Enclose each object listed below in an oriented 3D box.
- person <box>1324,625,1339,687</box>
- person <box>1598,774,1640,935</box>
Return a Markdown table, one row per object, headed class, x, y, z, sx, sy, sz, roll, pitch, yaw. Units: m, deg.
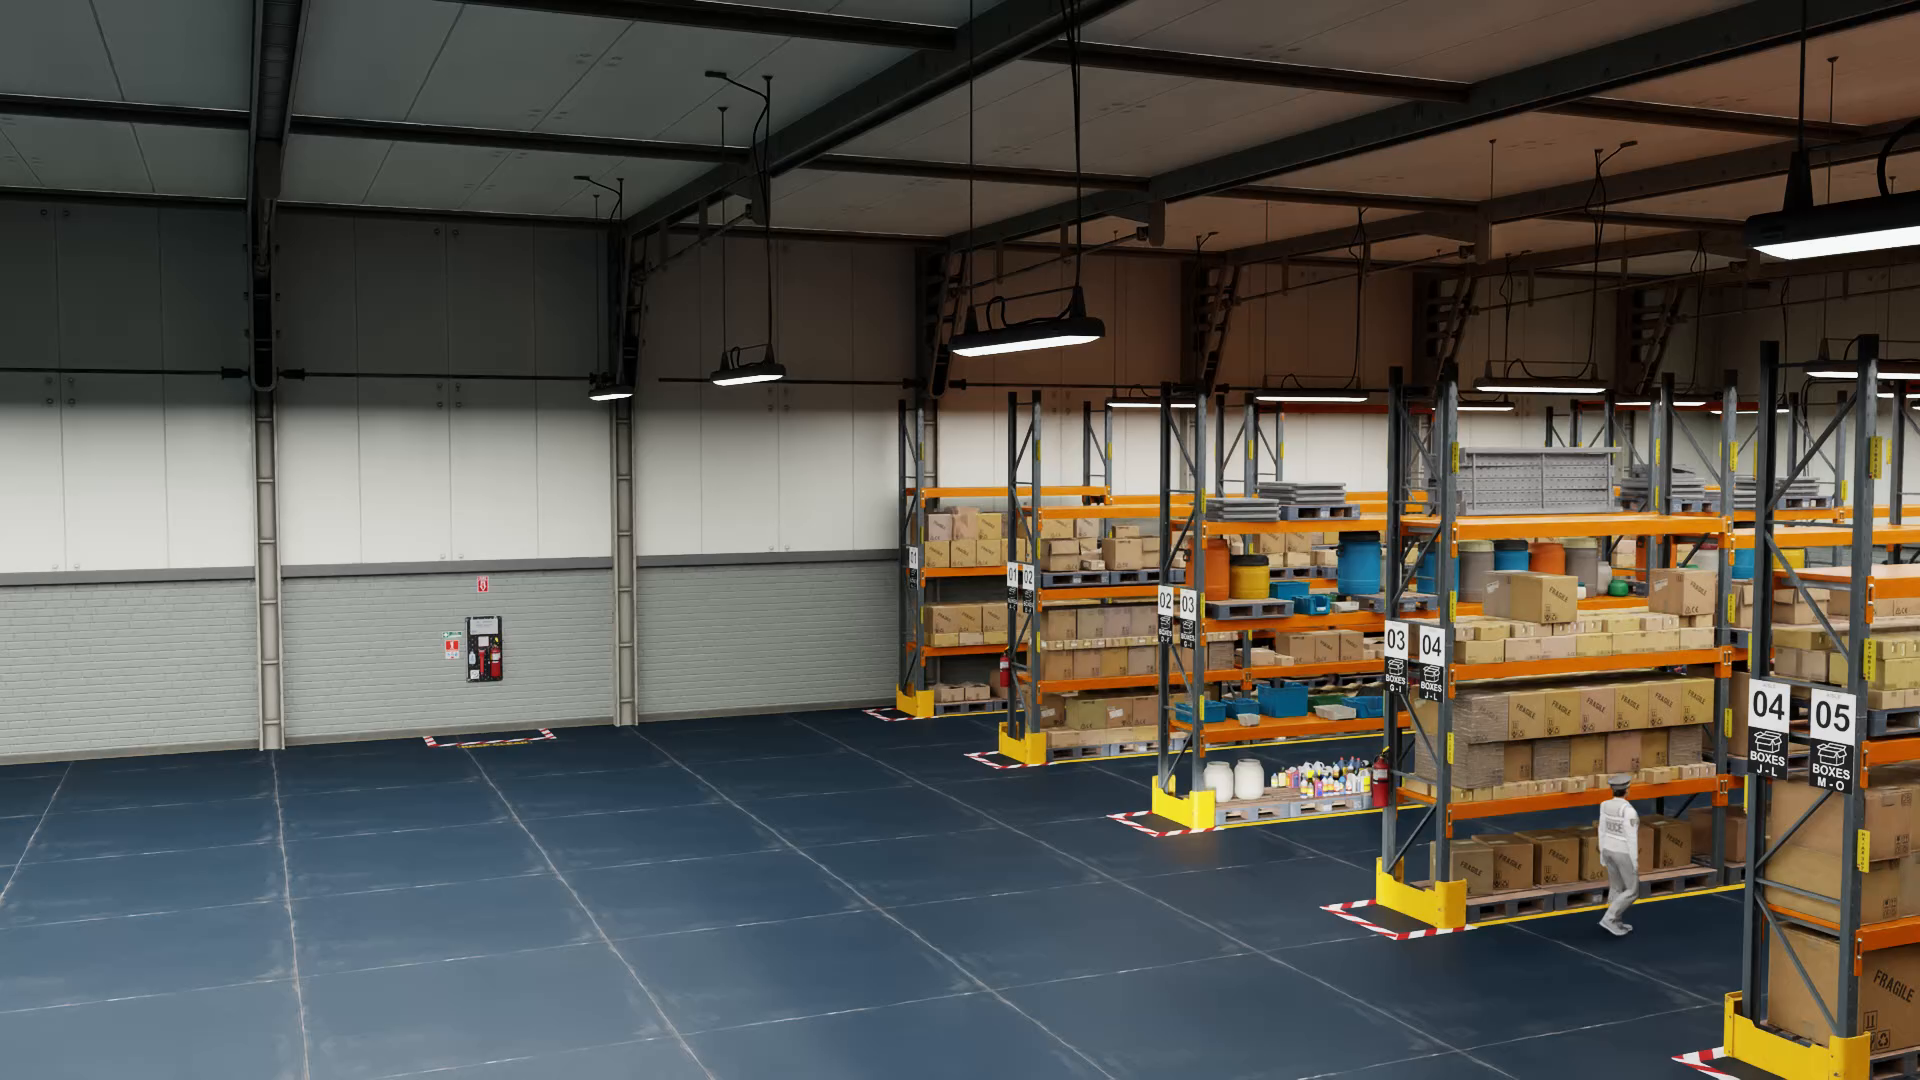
| class | x | y | z | sx | sy | sz | roll | pitch | yaw |
| --- | --- | --- | --- | --- | --- | --- | --- | --- | --- |
| person | 7.171 | 2.410 | 32.390 | 0.556 | 1.720 | 0.565 | -1 | 3 | -17 |
| person | 6.893 | 3.310 | 17.473 | 0.516 | 1.671 | 0.512 | -1 | 4 | -22 |
